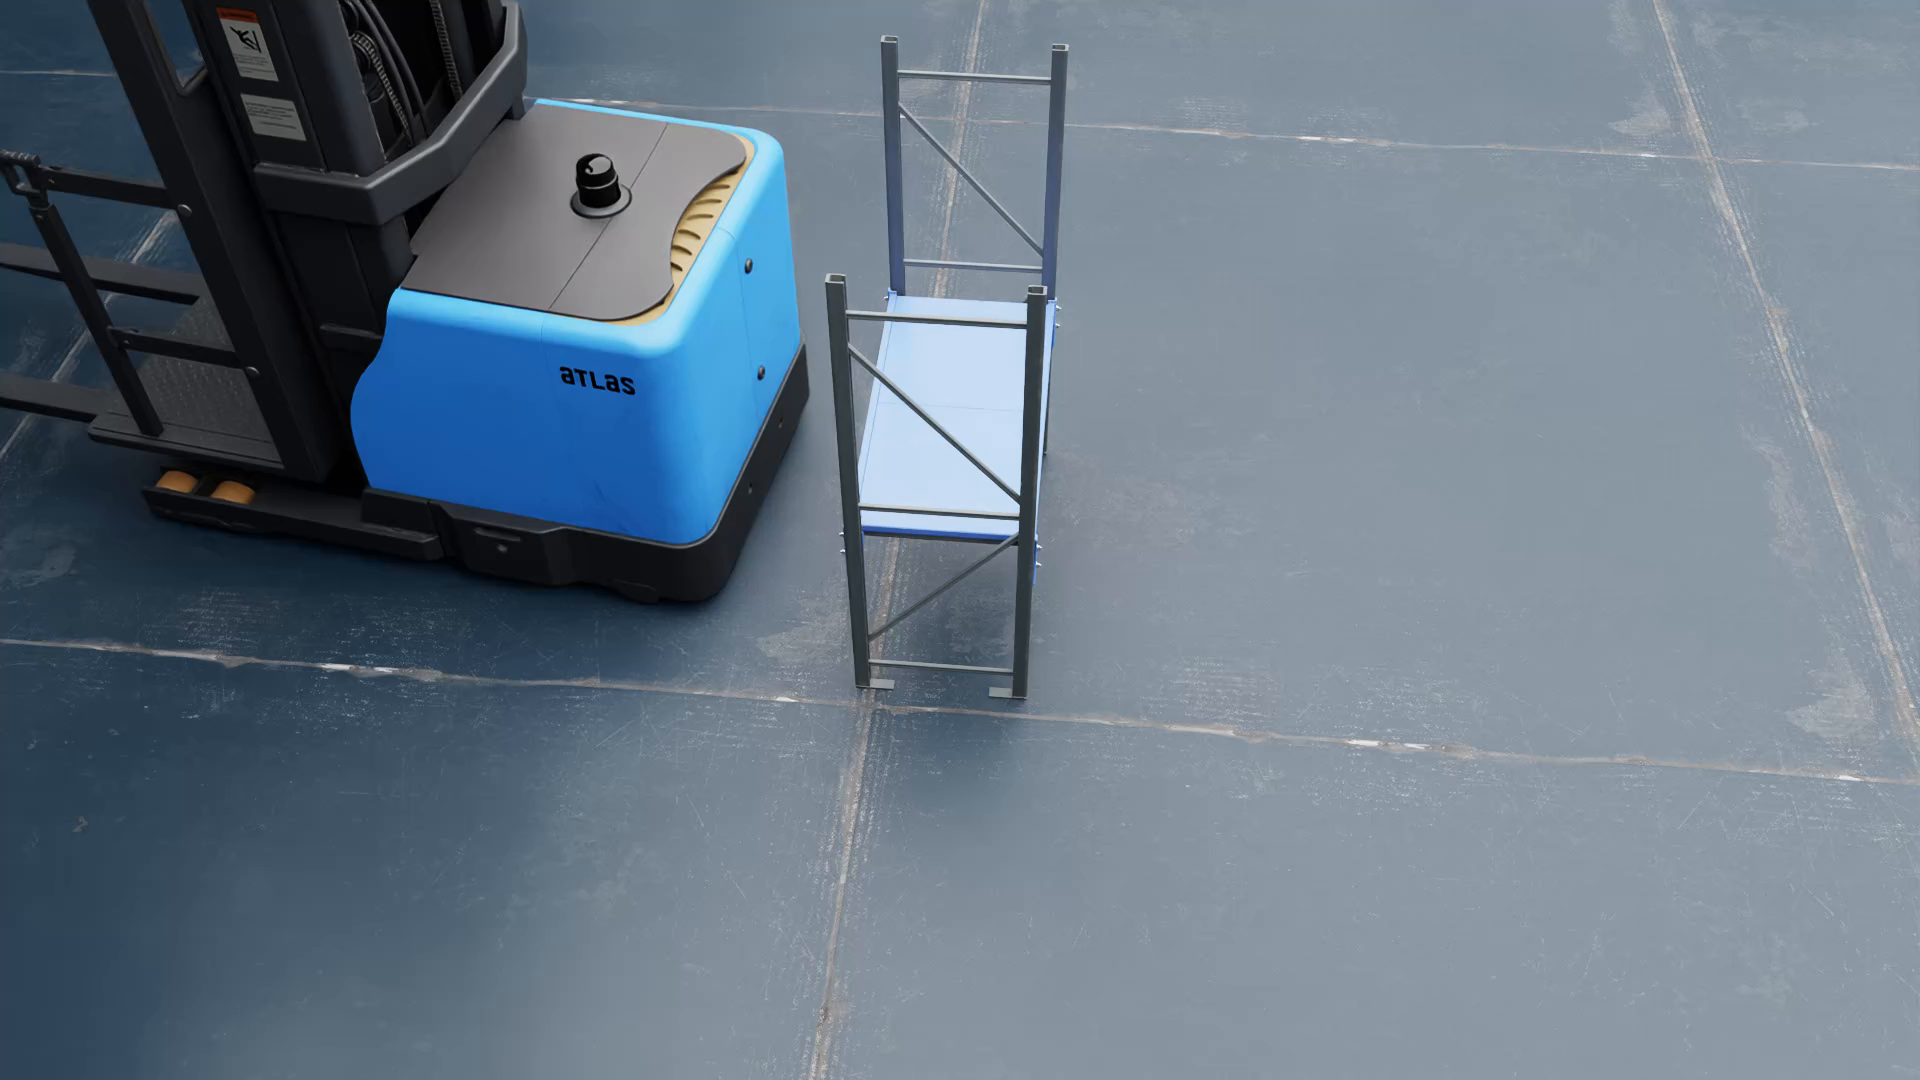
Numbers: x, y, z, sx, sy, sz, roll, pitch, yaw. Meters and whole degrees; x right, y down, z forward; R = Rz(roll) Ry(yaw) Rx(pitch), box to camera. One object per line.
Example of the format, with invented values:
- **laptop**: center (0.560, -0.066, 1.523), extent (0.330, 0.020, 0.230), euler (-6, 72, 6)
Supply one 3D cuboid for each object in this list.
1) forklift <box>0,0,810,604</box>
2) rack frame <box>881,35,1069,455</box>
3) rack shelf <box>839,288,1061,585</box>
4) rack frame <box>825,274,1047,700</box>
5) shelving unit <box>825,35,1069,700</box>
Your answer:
- **forklift**: center (-2.080, -1.382, 4.528), extent (3.031, 2.935, 1.130), euler (10, 48, 9)
- **rack frame**: center (0.039, -0.817, 4.981), extent (0.500, 1.500, 0.032), euler (4, 48, 4)
- **rack shelf**: center (-0.008, -0.322, 4.772), extent (0.538, 0.185, 1.000), euler (4, 48, 4)
- **rack frame**: center (-0.054, -0.070, 4.298), extent (0.500, 1.500, 0.032), euler (4, 48, 4)
- **shelving unit**: center (-0.008, -0.443, 4.639), extent (0.538, 1.500, 1.048), euler (4, 48, 4)
